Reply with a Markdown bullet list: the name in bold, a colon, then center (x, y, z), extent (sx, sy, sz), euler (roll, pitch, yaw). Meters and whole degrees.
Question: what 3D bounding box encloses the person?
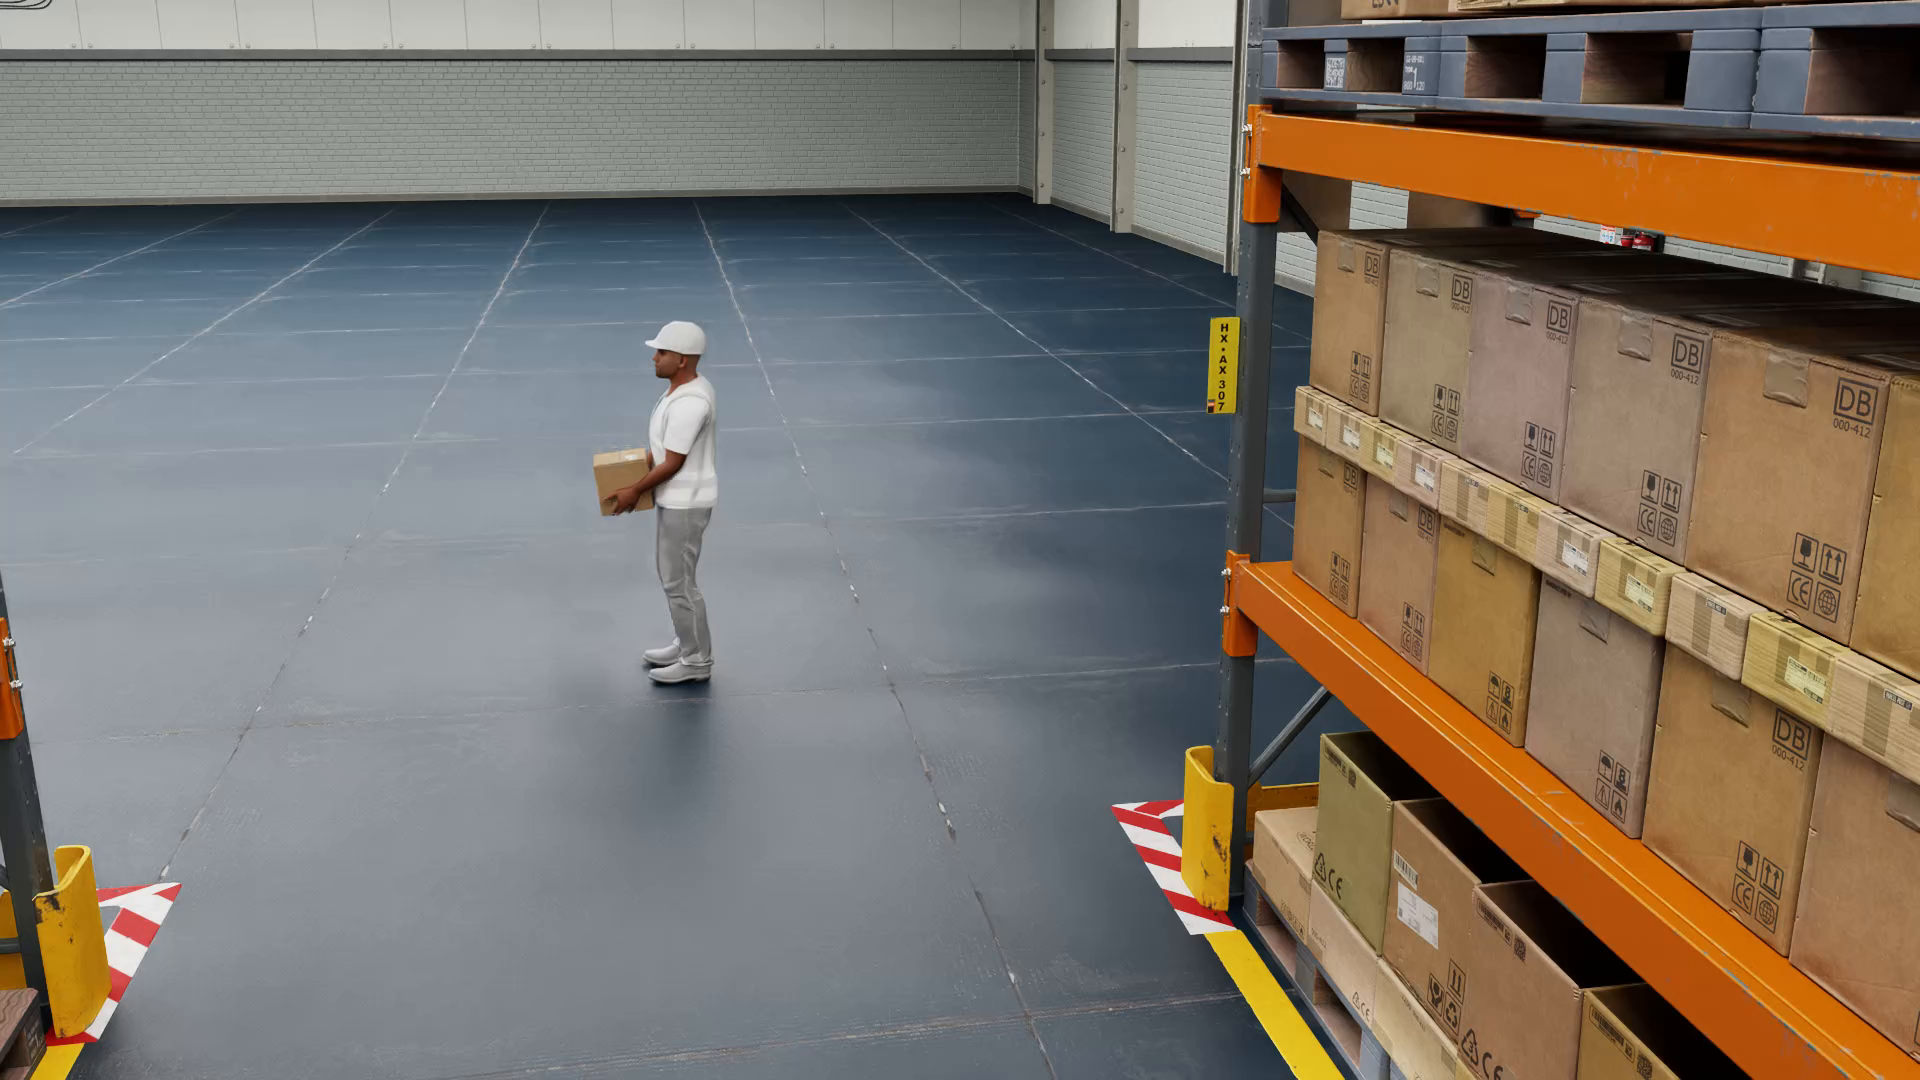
- **person**: center (-1.448, -0.183, 8.118), extent (0.560, 1.768, 0.535), euler (-3, 17, -11)
